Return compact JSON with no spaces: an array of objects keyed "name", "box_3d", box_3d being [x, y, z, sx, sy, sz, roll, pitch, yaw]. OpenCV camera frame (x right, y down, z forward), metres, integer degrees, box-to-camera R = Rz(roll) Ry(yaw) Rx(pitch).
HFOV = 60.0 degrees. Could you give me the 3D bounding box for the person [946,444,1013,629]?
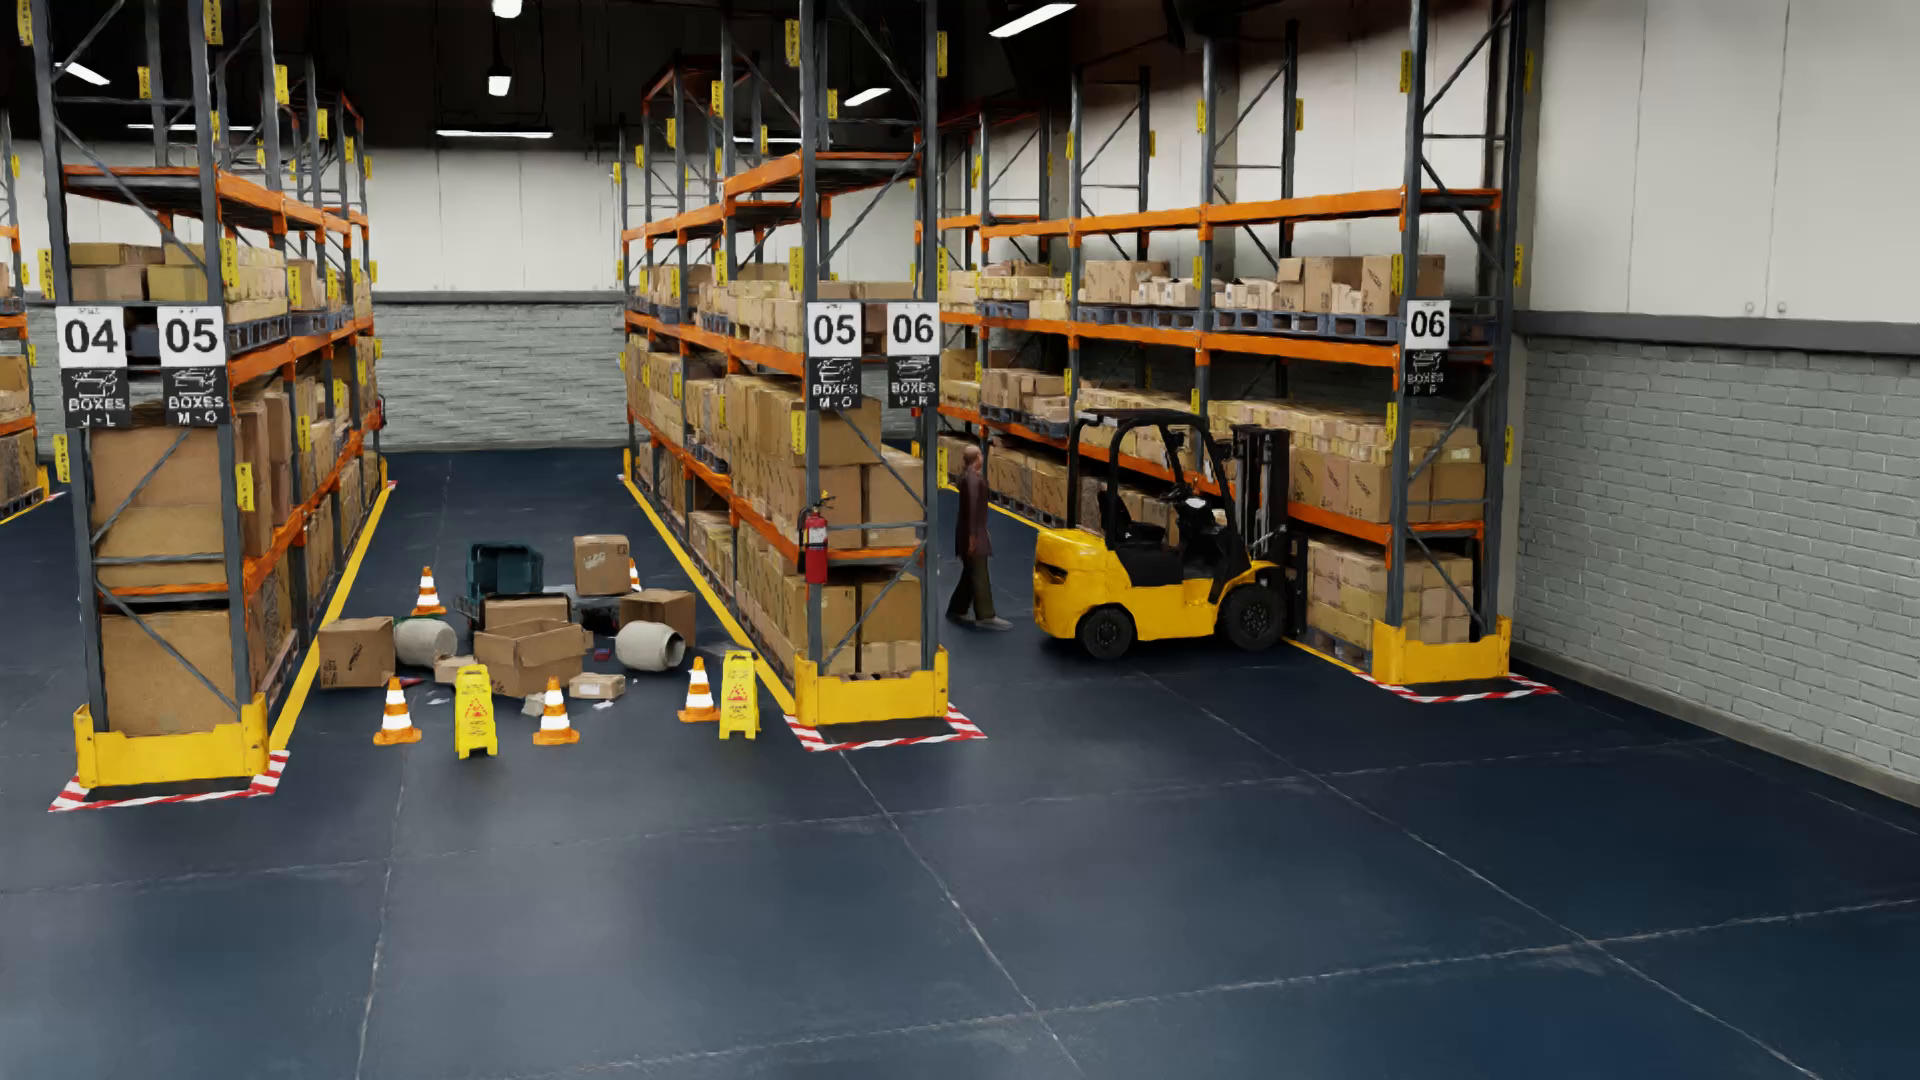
[{"name":"person","box_3d":[0.188,-0.033,16.213,0.654,1.781,0.691,0,9,0]}]
